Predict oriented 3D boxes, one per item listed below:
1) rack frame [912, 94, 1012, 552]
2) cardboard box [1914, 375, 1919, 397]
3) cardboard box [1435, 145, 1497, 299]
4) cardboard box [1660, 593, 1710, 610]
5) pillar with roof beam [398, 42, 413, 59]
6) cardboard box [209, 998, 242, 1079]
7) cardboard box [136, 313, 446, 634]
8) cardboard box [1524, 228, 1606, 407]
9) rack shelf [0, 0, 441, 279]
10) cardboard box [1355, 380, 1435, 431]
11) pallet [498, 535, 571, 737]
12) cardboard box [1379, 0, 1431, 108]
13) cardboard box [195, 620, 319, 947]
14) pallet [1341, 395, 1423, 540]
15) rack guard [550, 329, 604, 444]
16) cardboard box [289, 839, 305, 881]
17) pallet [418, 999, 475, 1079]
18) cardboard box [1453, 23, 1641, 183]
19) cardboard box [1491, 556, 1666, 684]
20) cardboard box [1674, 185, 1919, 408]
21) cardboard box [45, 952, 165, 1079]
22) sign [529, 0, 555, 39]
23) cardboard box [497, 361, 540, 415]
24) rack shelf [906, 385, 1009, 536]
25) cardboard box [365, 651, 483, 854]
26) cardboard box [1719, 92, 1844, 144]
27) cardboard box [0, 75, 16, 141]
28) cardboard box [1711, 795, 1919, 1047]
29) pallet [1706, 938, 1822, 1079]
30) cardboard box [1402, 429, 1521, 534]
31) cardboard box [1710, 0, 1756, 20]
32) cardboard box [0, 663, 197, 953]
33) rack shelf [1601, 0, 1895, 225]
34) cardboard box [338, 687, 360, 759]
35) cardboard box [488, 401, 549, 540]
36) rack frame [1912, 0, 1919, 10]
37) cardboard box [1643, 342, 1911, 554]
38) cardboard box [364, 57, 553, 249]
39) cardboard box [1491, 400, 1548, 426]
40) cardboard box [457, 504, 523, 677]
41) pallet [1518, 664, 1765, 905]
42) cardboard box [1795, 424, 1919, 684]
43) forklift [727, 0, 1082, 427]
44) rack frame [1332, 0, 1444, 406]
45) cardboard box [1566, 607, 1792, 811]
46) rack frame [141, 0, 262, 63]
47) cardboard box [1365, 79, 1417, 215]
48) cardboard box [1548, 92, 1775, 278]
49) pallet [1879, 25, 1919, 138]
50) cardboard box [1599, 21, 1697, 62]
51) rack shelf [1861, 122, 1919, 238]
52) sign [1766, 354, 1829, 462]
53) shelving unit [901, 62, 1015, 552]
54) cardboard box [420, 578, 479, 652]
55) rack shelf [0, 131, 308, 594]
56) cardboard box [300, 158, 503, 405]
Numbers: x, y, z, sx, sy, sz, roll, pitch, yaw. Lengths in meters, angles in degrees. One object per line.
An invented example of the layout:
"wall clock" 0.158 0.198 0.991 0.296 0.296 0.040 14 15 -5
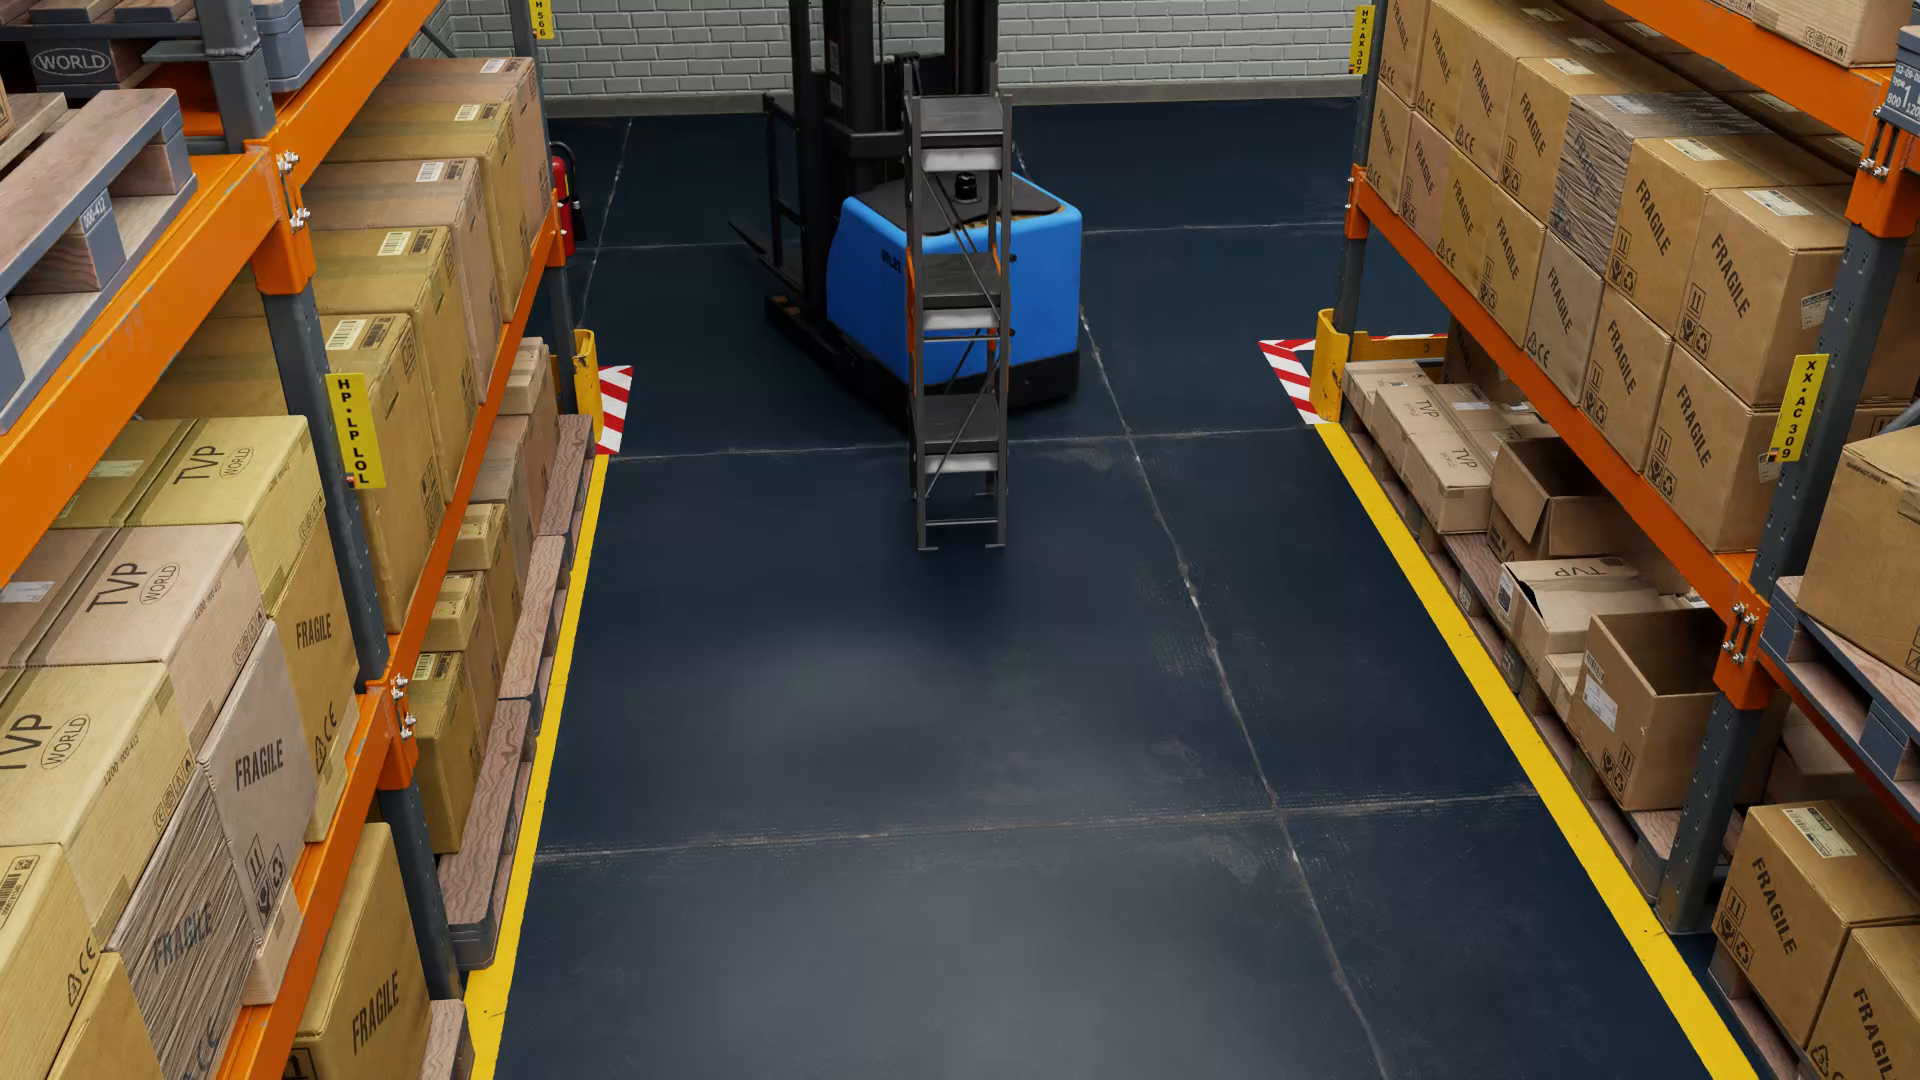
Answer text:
"rack frame" 0.007 -0.861 7.144 0.400 2.100 0.015 -3 31 -5
"cardboard box" 3.088 -0.746 5.001 0.500 0.500 0.500 -2 31 -3
"cardboard box" 2.355 -1.346 6.981 0.500 0.500 0.500 -3 31 -5
"cardboard box" 2.937 0.342 6.586 0.380 0.166 0.250 -3 31 -5
"pillar with roof beam" 0.719 -5.941 8.922 9.100 9.000 0.400 -3 31 -5
"cardboard box" -1.700 1.000 3.376 0.380 0.149 0.250 -3 31 -5
"cardboard box" -2.114 -0.187 4.845 0.980 0.700 0.700 -2 31 -4
"cardboard box" 2.450 -0.831 6.118 0.500 0.500 0.500 -2 31 -3
"rack shelf" -2.267 -1.780 5.582 1.077 0.370 4.000 -3 31 -5
"cardboard box" 2.199 -0.676 8.291 0.380 0.166 0.250 -3 31 -5
"pallet" -2.190 0.400 6.874 1.003 0.211 1.213 -3 31 -5
"cardboard box" 2.257 -2.295 7.594 0.500 0.500 0.500 -2 31 -3
"cardboard box" -1.728 0.524 3.541 0.500 0.500 0.500 -3 31 -4
"pallet" 2.561 -0.419 8.246 1.003 0.211 1.213 -3 31 -5
"rack guard" -2.456 -0.762 8.538 1.175 0.500 0.348 -3 31 -5
"cardboard box" -1.740 0.740 3.812 0.380 0.149 0.250 -2 31 -3
"pallet" -1.933 1.807 4.519 1.003 0.211 1.213 -3 31 -5
"cardboard box" 2.355 -1.773 6.720 0.500 0.500 0.500 -2 31 -4
"cardboard box" 2.446 0.286 6.540 0.500 0.311 0.500 -3 31 -5
"cardboard box" 2.547 -0.738 4.987 0.500 0.500 0.500 -3 31 -4
"cardboard box" -1.638 1.036 2.684 0.500 0.500 0.500 -2 31 -3
"sign" -1.912 -2.440 7.550 0.100 0.325 0.005 -3 31 -5
"cardboard box" -2.070 -0.668 7.339 0.380 0.149 0.250 -2 31 -3
"rack shelf" -0.015 -0.373 7.719 0.431 0.518 0.480 -3 31 -5
"cardboard box" -2.048 0.726 5.638 0.700 0.500 0.500 -2 31 -4
"cardboard box" 2.992 -1.272 5.881 0.500 0.500 0.500 -4 31 -6
"cardboard box" -2.107 -0.845 2.789 0.700 0.500 0.500 -4 31 -7
"cardboard box" 2.655 1.123 4.953 0.500 0.500 0.500 -4 31 -7
"pallet" 2.966 1.591 4.881 1.003 0.211 1.213 -3 31 -5
"cardboard box" 2.340 -0.269 7.527 0.500 0.250 0.500 -3 31 -5
"cardboard box" 2.506 -1.734 4.950 0.500 0.250 0.500 -3 31 -5
"cardboard box" -1.696 0.467 2.905 0.500 0.250 0.500 -2 31 -4
"rack shelf" 2.665 -2.020 5.983 1.077 0.370 4.000 -3 31 -5
"cardboard box" -1.766 0.478 4.250 0.380 0.149 0.250 -2 31 -4
"cardboard box" -2.242 -0.322 7.392 0.700 0.500 0.500 -3 31 -5
"rack frame" 2.852 -2.595 3.319 1.000 3.000 0.127 -3 31 -5
"cardboard box" 2.550 -0.306 5.239 0.500 0.500 0.500 -2 31 -4
"cardboard box" -2.396 -1.692 7.364 0.980 0.700 0.700 -1 31 -2
"cardboard box" 2.722 -0.557 8.092 0.380 0.166 0.250 -3 31 -5
"cardboard box" -2.137 0.207 6.507 0.700 0.500 0.500 -2 31 -3
"pallet" 2.789 0.827 6.160 1.003 0.211 1.213 -3 31 -5
"cardboard box" 2.673 0.010 4.302 0.700 0.500 0.500 -13 33 -21
"forklift" -0.502 -2.561 9.180 1.130 2.935 3.031 -15 34 -24
"rack frame" 2.478 -2.062 8.277 1.000 3.000 0.127 -3 31 -5
"cardboard box" 2.516 0.587 5.850 0.500 0.500 0.500 -3 31 -5
"rack frame" -2.080 -2.356 2.919 1.000 3.000 0.127 -3 31 -5
"cardboard box" 2.257 -1.866 7.851 0.500 0.500 0.500 -2 31 -4
"cardboard box" 2.449 -1.256 5.856 0.500 0.500 0.500 -3 31 -4
"pallet" 2.843 -0.890 3.574 1.213 0.211 1.003 -3 31 -5
"cardboard box" 2.895 -1.798 6.762 0.500 0.500 0.500 -2 31 -3
"rack shelf" 3.039 0.023 2.564 1.077 0.370 4.000 -3 31 -5
"sign" 2.312 -0.361 4.586 0.100 0.325 0.005 -3 31 -5
"shelving unit" -0.015 -0.986 7.353 0.431 2.100 0.503 -3 31 -5
"cardboard box" -1.898 0.264 5.779 0.380 0.149 0.250 -2 31 -3
"rack shelf" -1.893 0.262 2.163 1.077 0.370 4.000 -3 31 -5
"cardboard box" -2.255 -0.931 6.091 0.980 0.700 0.700 -4 31 -7
